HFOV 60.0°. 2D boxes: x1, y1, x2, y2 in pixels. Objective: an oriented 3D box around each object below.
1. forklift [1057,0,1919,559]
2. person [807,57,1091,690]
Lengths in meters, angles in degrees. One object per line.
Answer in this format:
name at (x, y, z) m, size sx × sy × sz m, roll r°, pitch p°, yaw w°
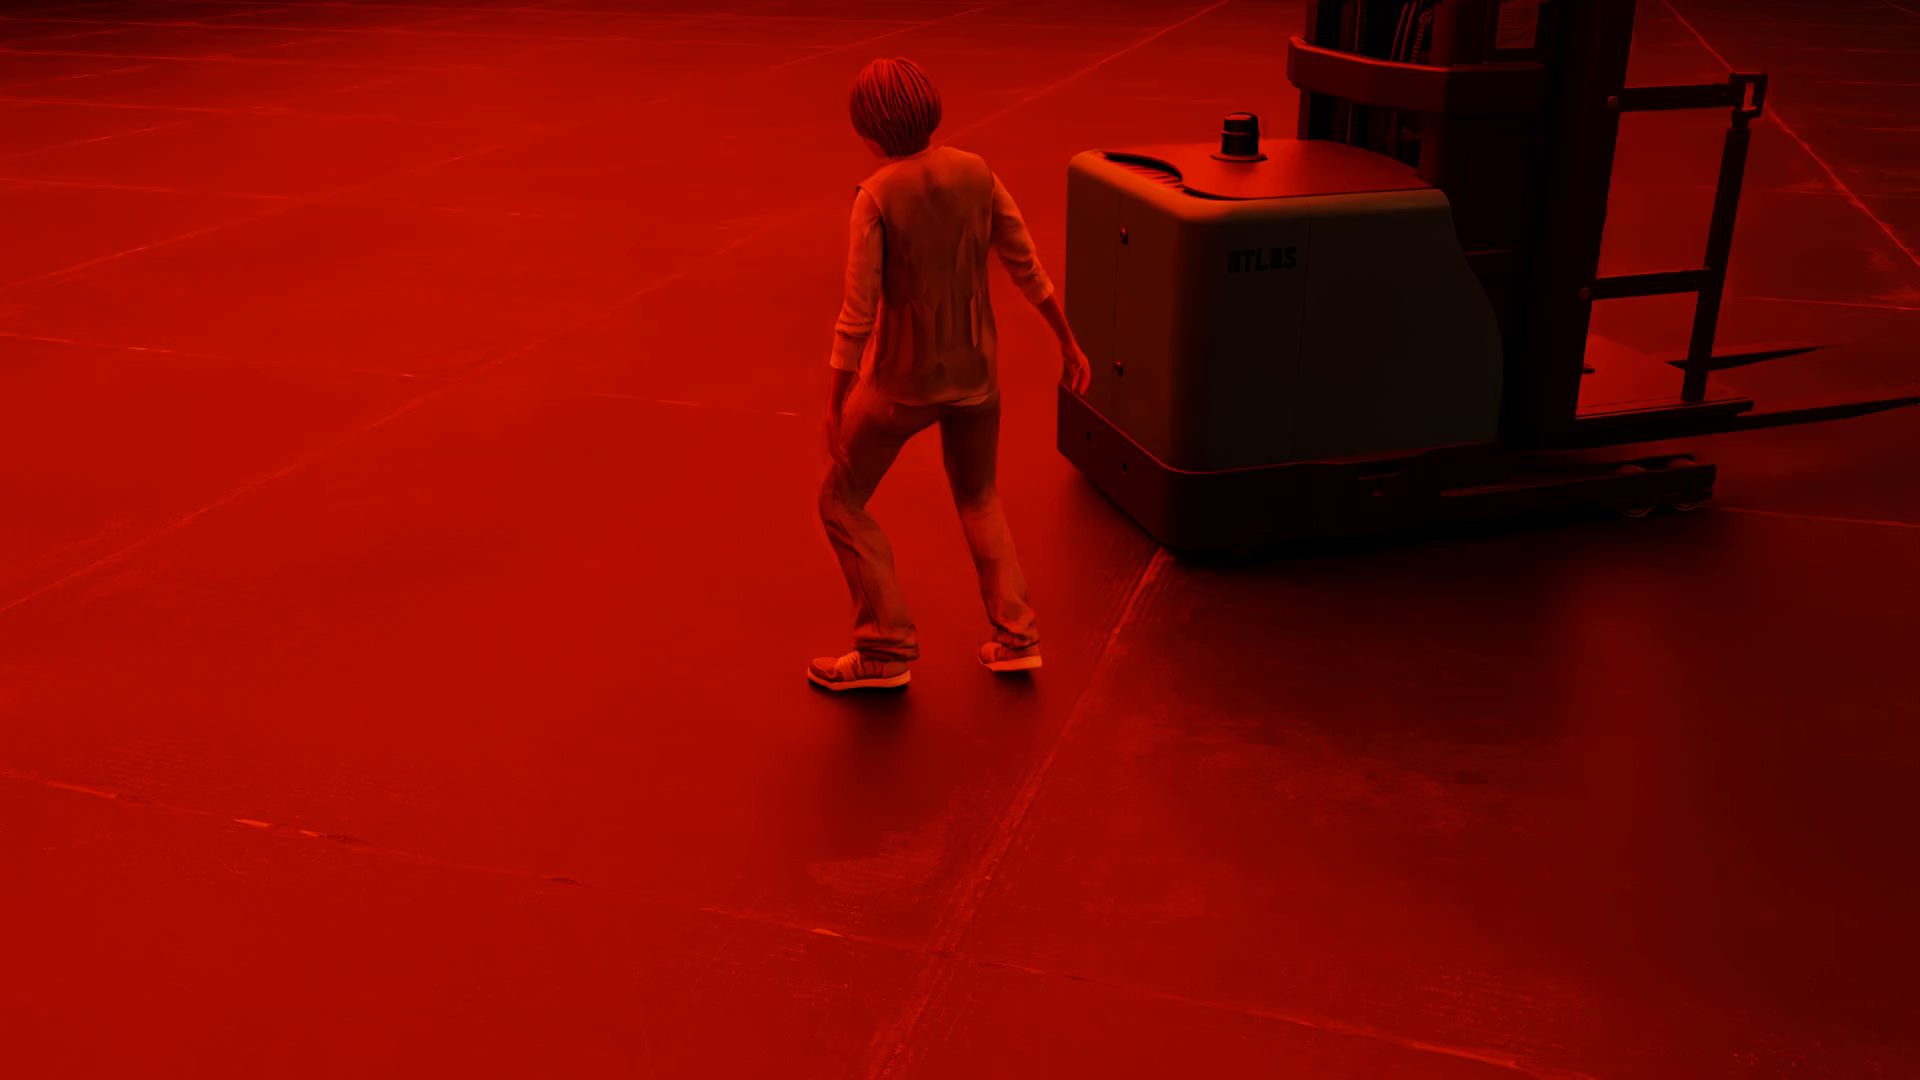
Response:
forklift at (1.907, -1.611, 5.182) m, size 3.031 × 2.935 × 1.130 m, roll -7°, pitch 23°, yaw -16°
person at (-0.019, -0.365, 4.050) m, size 0.747 × 1.548 × 0.440 m, roll -11°, pitch 25°, yaw -25°
